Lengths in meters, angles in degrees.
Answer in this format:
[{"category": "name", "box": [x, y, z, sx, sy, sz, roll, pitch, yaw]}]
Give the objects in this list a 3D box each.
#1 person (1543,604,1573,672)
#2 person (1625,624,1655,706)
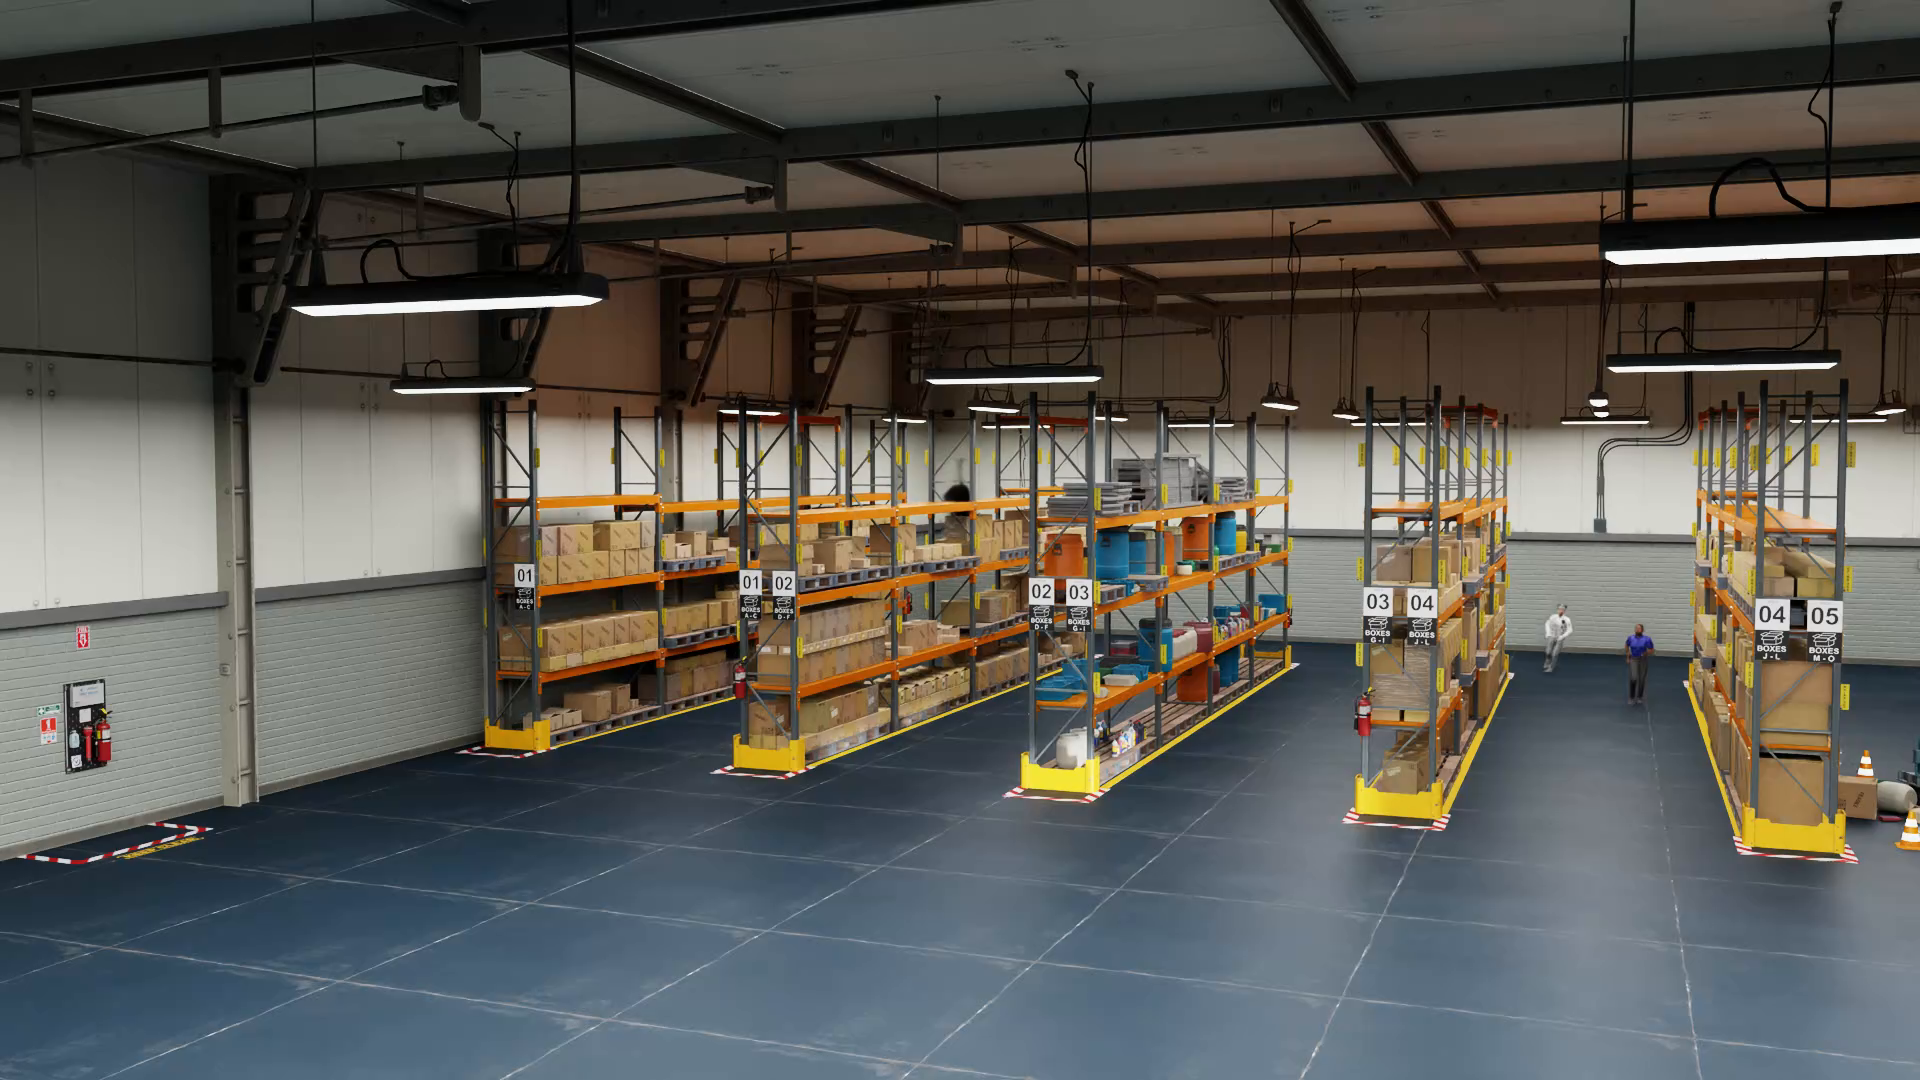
[{"category": "person", "box": [13.881, 2.280, 38.626, 0.664, 1.620, 0.513, 2, 3, 29]}, {"category": "person", "box": [13.742, 2.529, 33.617, 0.557, 1.690, 0.717, 1, 3, 21]}]
